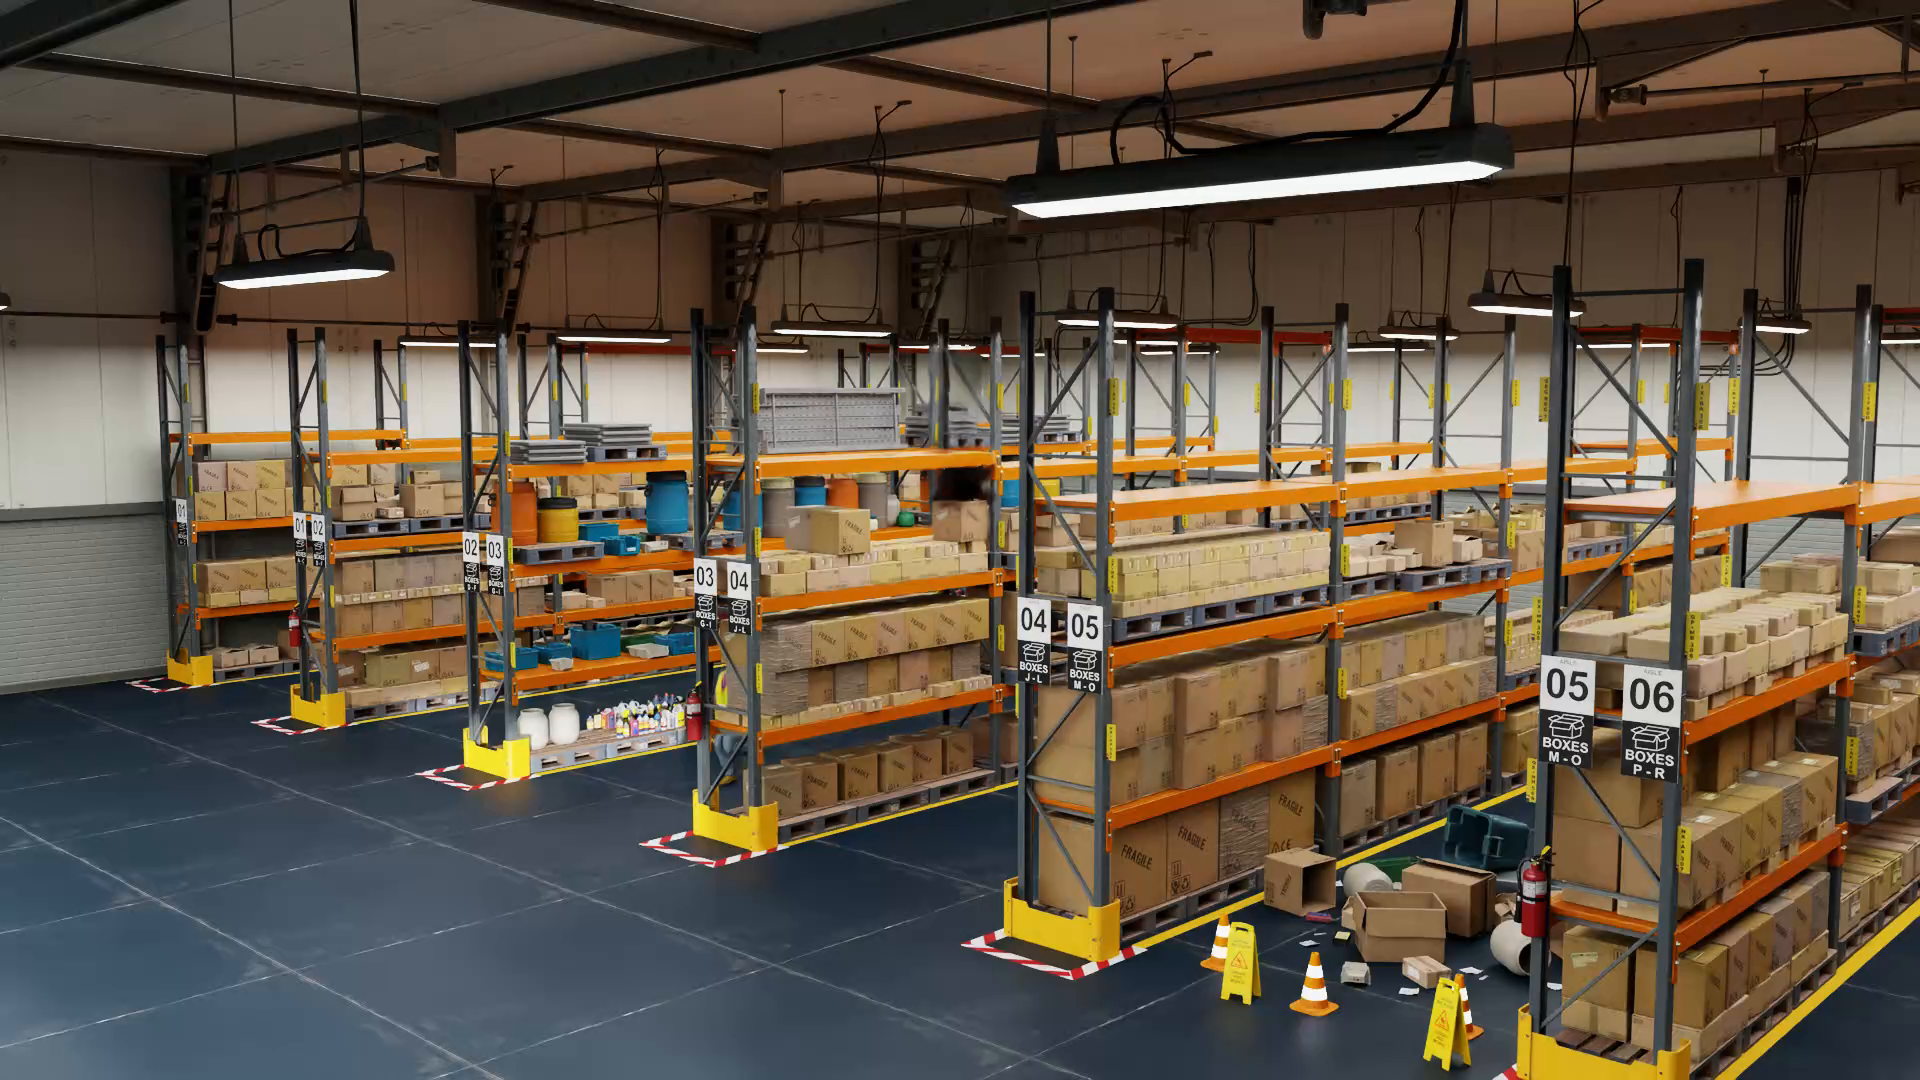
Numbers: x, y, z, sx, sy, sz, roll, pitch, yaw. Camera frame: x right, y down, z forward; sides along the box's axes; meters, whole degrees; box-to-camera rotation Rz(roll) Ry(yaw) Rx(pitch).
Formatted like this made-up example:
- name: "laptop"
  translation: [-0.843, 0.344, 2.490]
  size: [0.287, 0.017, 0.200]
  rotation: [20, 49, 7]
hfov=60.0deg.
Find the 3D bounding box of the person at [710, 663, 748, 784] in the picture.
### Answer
- name: "person"
  translation: [-2.947, 2.287, 21.609]
  size: [0.702, 1.726, 0.598]
  rotation: [3, 6, 33]
